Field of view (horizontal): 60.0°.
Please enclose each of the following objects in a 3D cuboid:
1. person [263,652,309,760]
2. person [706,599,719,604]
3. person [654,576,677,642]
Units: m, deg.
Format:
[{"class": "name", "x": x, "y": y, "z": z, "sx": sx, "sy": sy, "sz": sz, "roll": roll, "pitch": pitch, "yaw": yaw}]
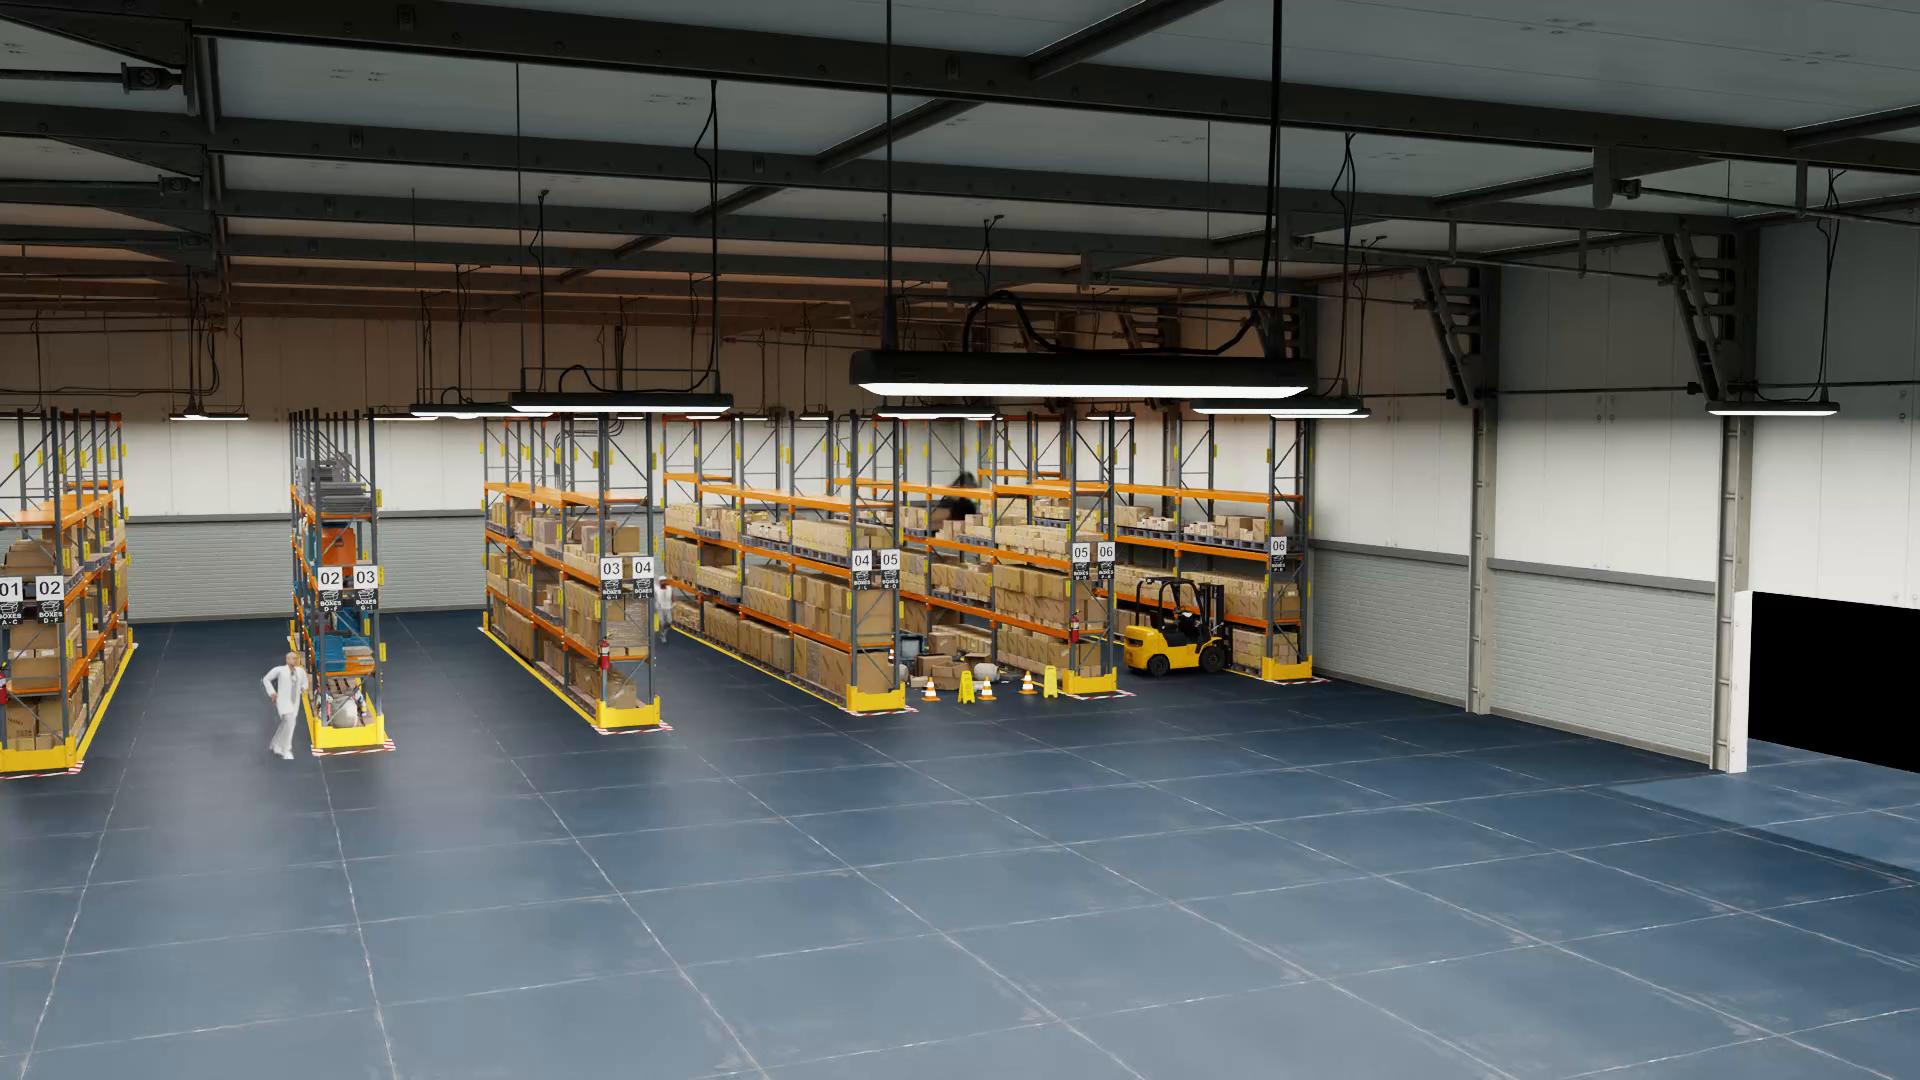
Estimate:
[{"class": "person", "x": -11.573, "y": 2.845, "z": 28.682, "sx": 0.787, "sy": 1.826, "sz": 0.663, "roll": 2, "pitch": 5, "yaw": 30}, {"class": "person", "x": -7.371, "y": 1.480, "z": 49.518, "sx": 0.623, "sy": 1.576, "sz": 0.548, "roll": 3, "pitch": 5, "yaw": 34}, {"class": "person", "x": -7.764, "y": 1.809, "z": 43.585, "sx": 0.685, "sy": 1.736, "sz": 0.546, "roll": -2, "pitch": 4, "yaw": -23}]
